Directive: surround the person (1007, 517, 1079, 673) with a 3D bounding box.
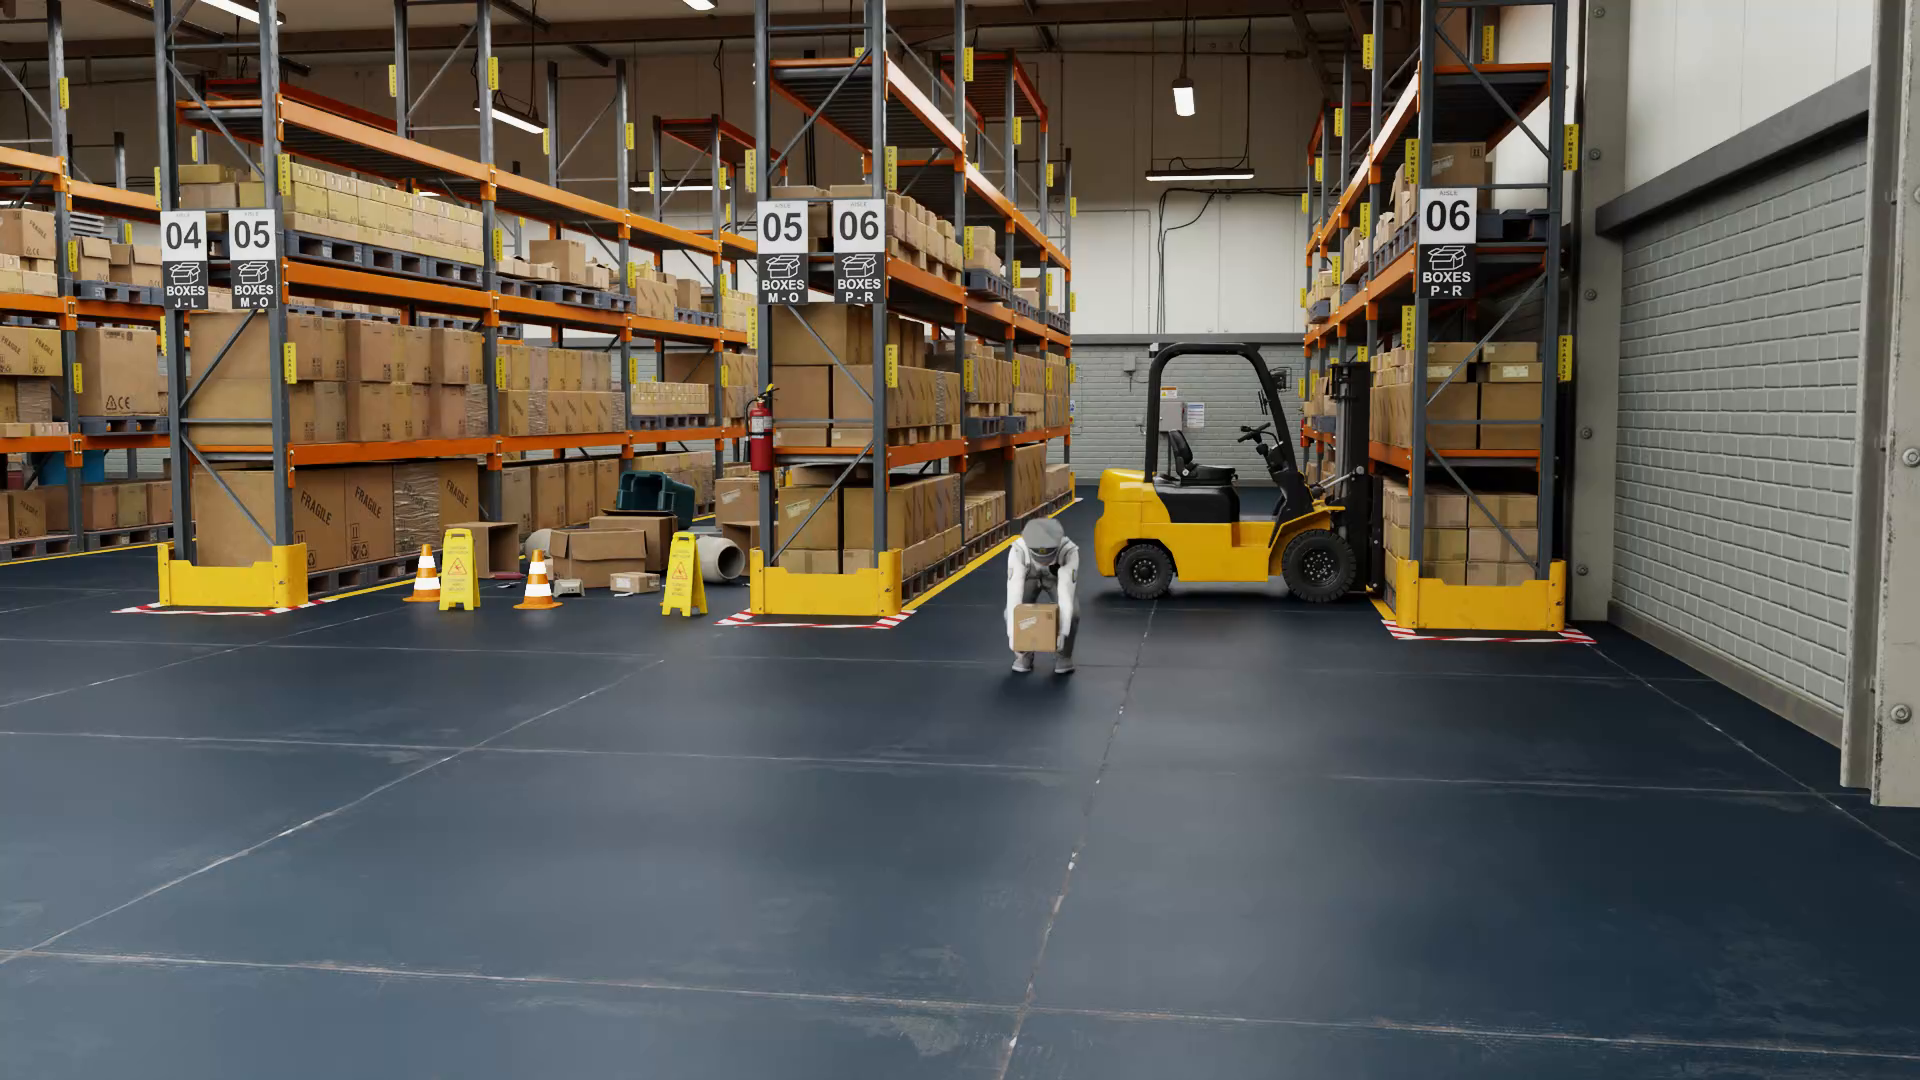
[{"bbox_3d":[0.512,0.333,10.088,0.424,0.978,0.892,1,5,7],"label":"person"}]
